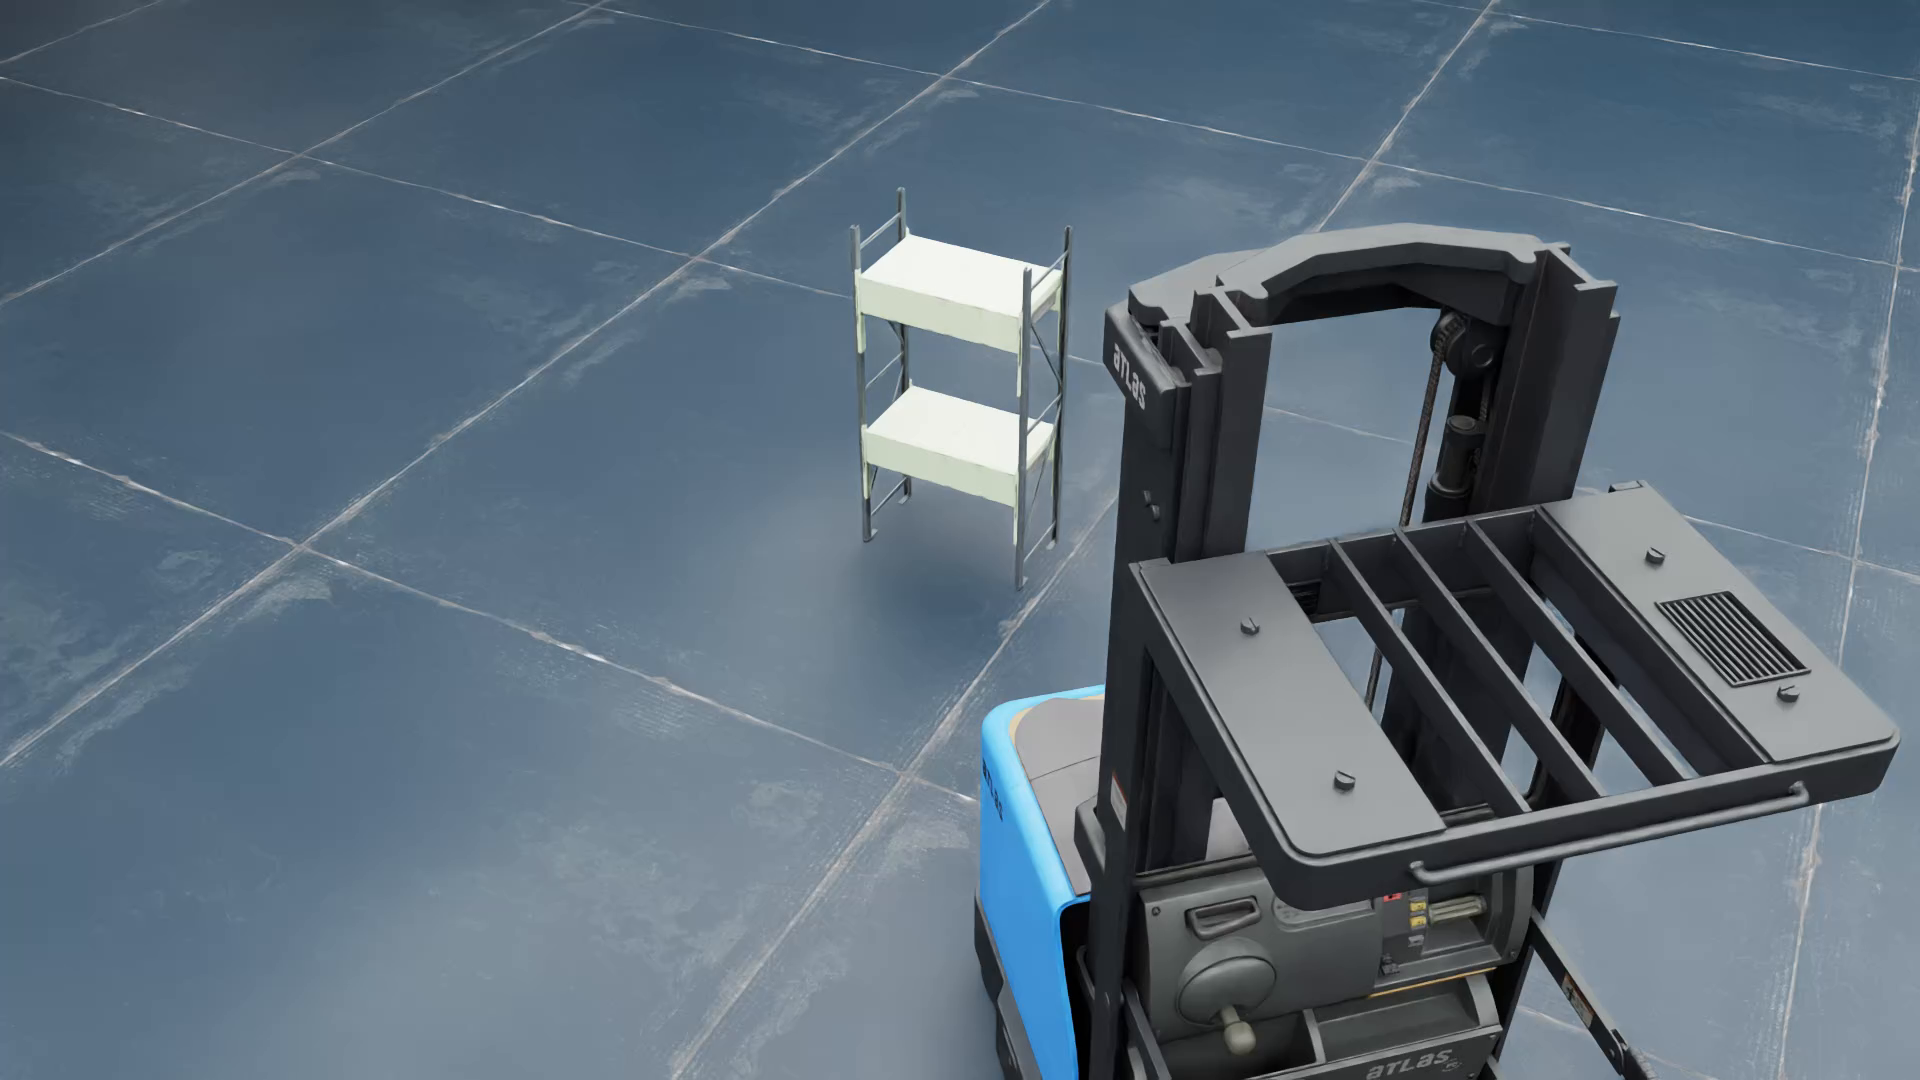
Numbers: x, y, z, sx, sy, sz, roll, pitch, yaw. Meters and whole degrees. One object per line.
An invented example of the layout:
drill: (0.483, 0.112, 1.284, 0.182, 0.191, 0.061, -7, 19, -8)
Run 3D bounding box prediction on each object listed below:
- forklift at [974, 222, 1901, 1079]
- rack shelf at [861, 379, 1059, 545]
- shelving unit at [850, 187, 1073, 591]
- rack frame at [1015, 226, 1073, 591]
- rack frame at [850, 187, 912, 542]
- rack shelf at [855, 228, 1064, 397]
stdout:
forklift: (0.911, 0.957, 3.565, 1.130, 2.935, 3.031, -9, 38, -12)
rack shelf: (0.006, -0.336, 6.991, 0.720, 0.370, 0.431, 17, 41, 21)
shelving unit: (0.006, -0.596, 6.794, 0.755, 1.500, 0.431, 17, 41, 21)
rack frame: (0.331, -0.494, 6.660, 0.023, 1.500, 0.400, 17, 41, 21)
rack frame: (-0.319, -0.697, 6.928, 0.023, 1.500, 0.400, 17, 41, 21)
rack shelf: (0.006, -0.906, 6.558, 0.720, 0.370, 0.431, 17, 41, 21)
